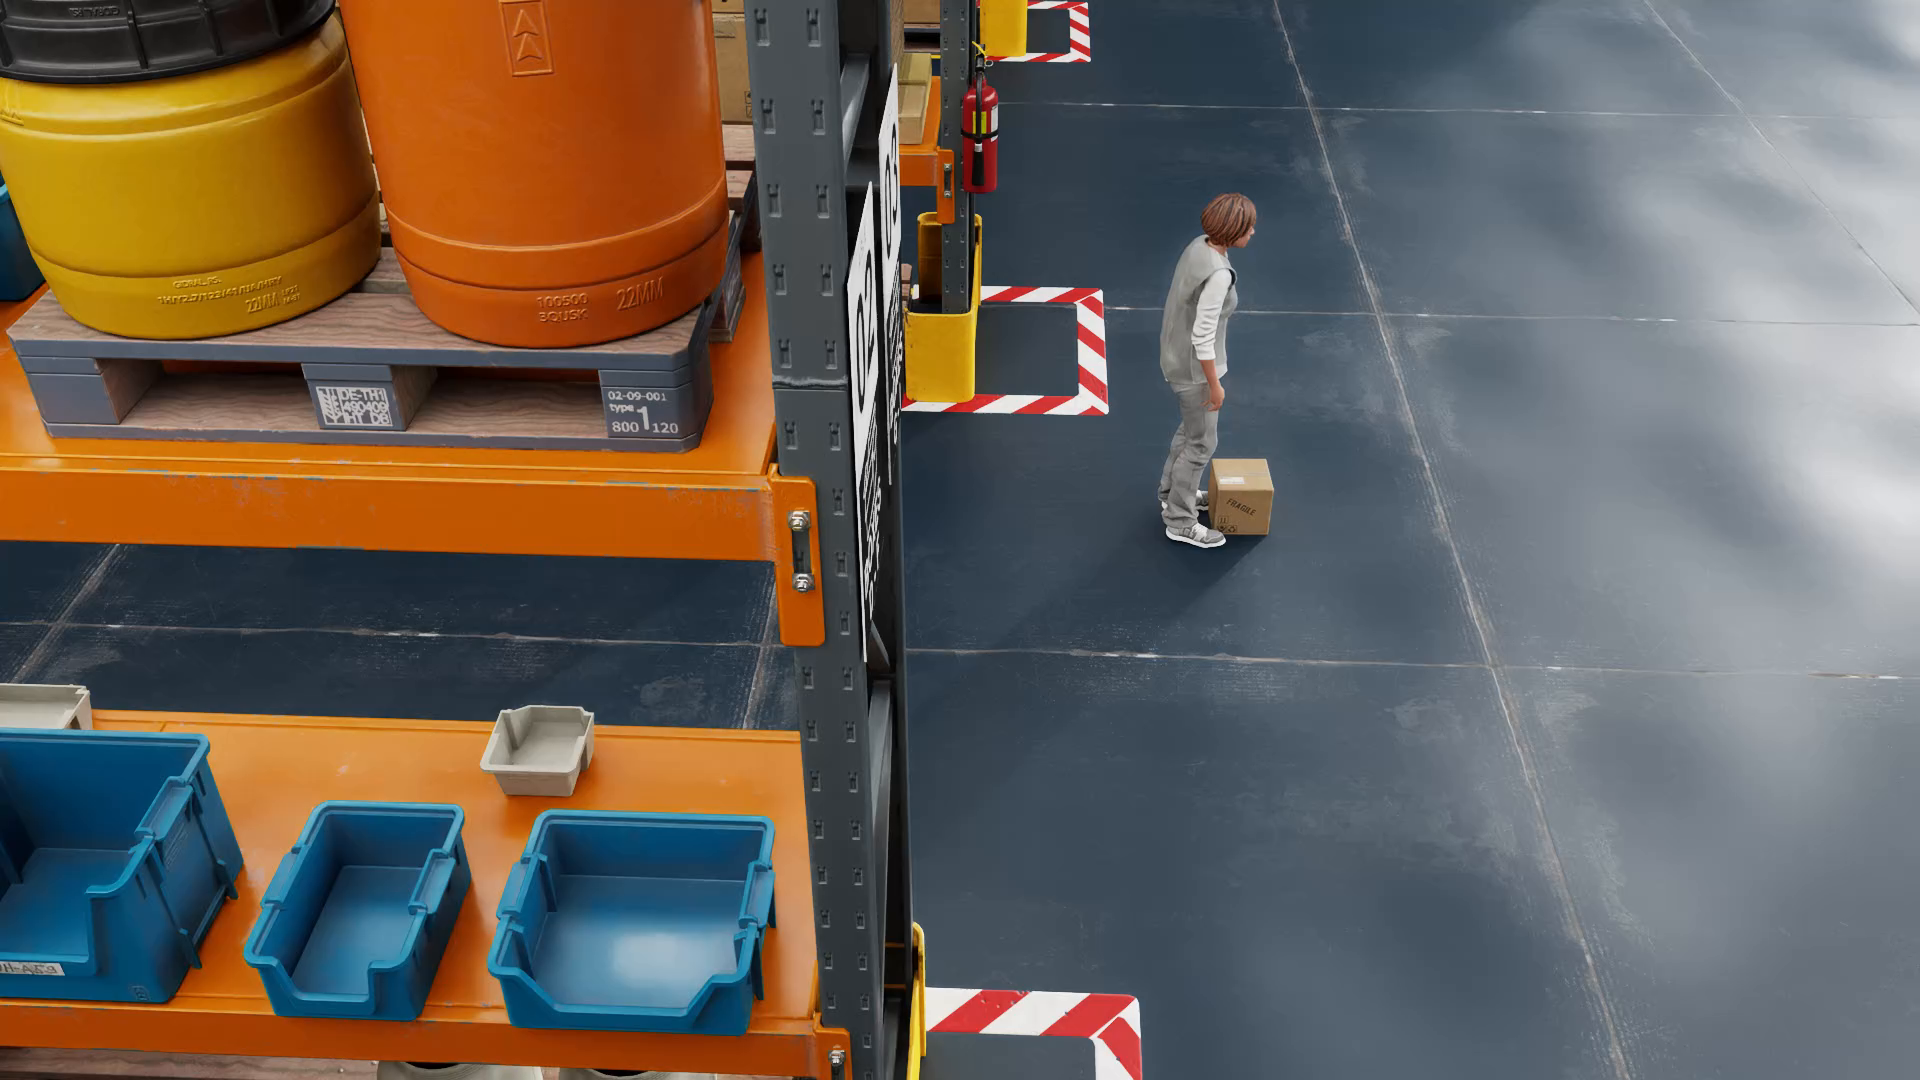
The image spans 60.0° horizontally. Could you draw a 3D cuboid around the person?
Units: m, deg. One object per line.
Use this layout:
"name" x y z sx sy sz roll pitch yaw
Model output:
"person" 1.037 -0.741 7.170 0.345 1.593 0.479 0 36 0
